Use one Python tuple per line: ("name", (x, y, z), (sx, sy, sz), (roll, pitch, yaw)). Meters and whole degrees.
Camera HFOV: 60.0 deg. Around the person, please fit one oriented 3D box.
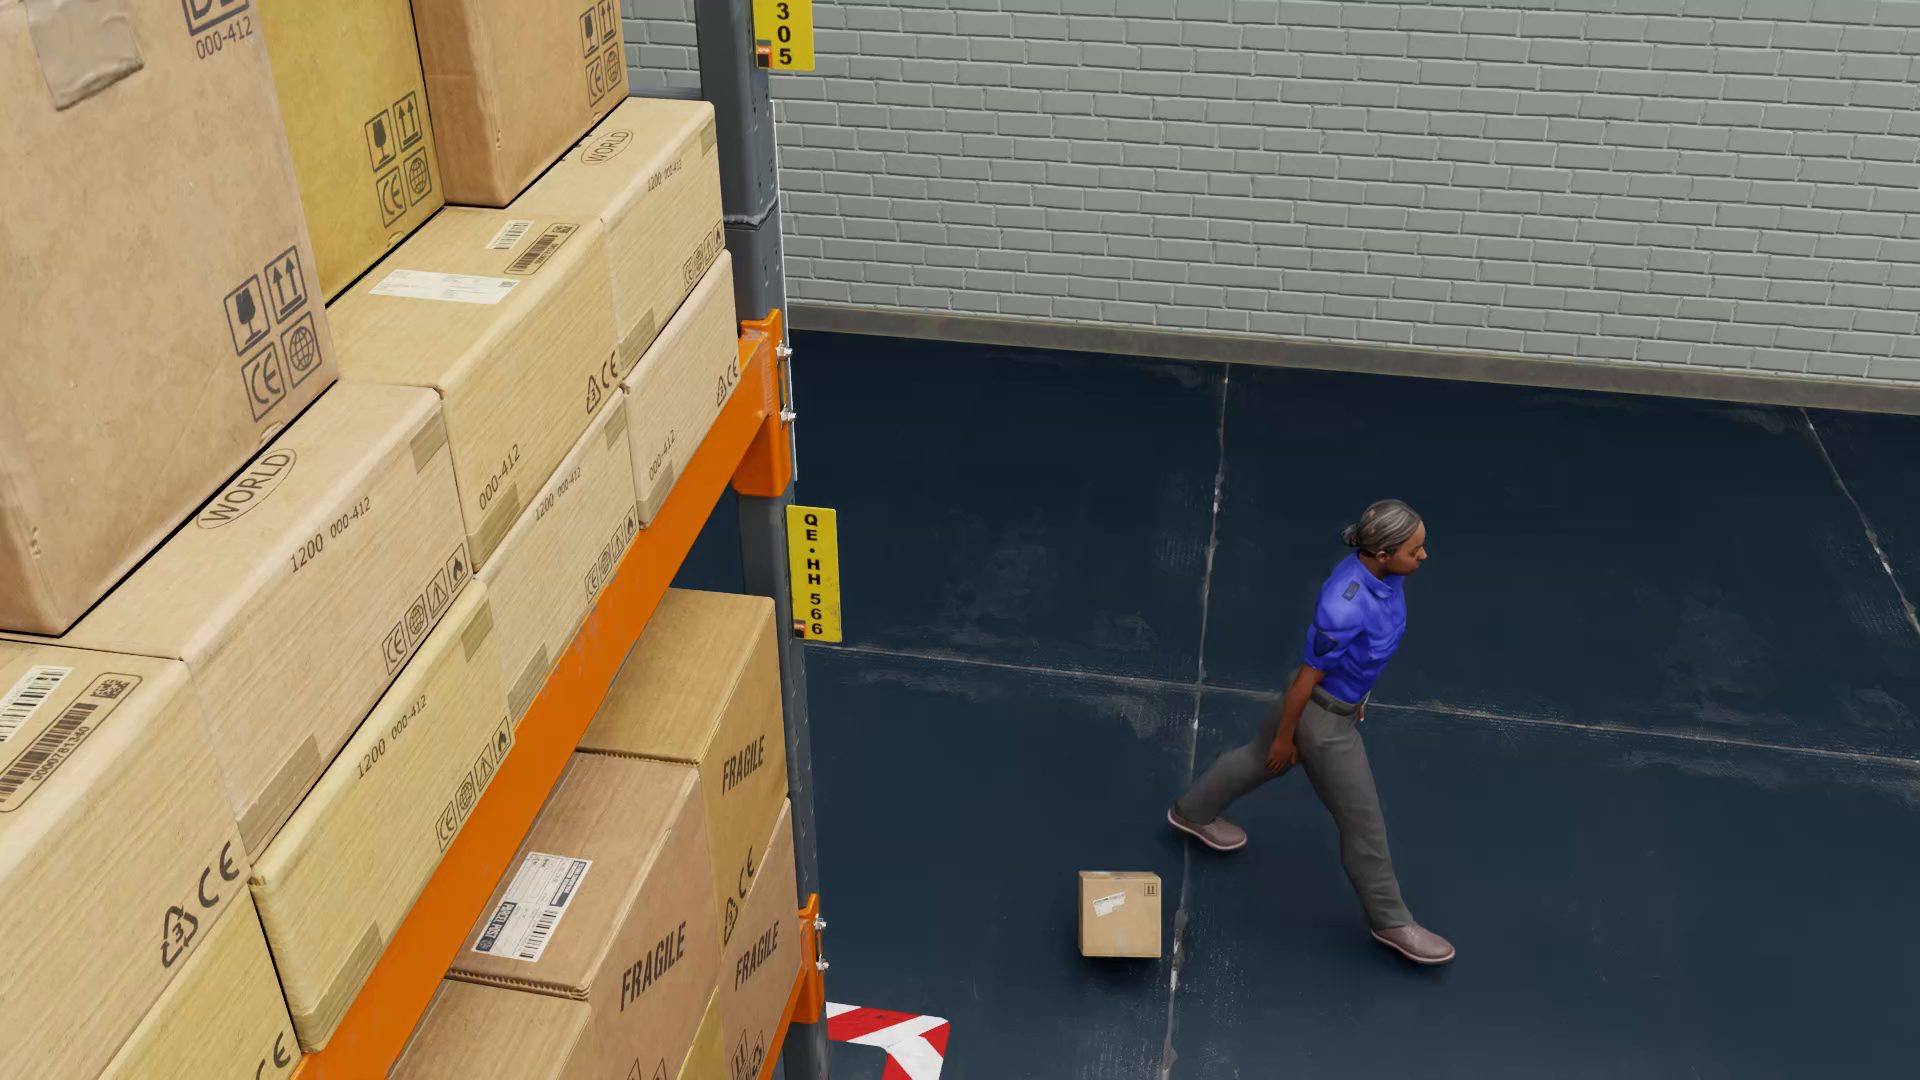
("person", (1.216, 0.538, 5.339), (1.075, 1.587, 0.455), (14, 35, 21))
